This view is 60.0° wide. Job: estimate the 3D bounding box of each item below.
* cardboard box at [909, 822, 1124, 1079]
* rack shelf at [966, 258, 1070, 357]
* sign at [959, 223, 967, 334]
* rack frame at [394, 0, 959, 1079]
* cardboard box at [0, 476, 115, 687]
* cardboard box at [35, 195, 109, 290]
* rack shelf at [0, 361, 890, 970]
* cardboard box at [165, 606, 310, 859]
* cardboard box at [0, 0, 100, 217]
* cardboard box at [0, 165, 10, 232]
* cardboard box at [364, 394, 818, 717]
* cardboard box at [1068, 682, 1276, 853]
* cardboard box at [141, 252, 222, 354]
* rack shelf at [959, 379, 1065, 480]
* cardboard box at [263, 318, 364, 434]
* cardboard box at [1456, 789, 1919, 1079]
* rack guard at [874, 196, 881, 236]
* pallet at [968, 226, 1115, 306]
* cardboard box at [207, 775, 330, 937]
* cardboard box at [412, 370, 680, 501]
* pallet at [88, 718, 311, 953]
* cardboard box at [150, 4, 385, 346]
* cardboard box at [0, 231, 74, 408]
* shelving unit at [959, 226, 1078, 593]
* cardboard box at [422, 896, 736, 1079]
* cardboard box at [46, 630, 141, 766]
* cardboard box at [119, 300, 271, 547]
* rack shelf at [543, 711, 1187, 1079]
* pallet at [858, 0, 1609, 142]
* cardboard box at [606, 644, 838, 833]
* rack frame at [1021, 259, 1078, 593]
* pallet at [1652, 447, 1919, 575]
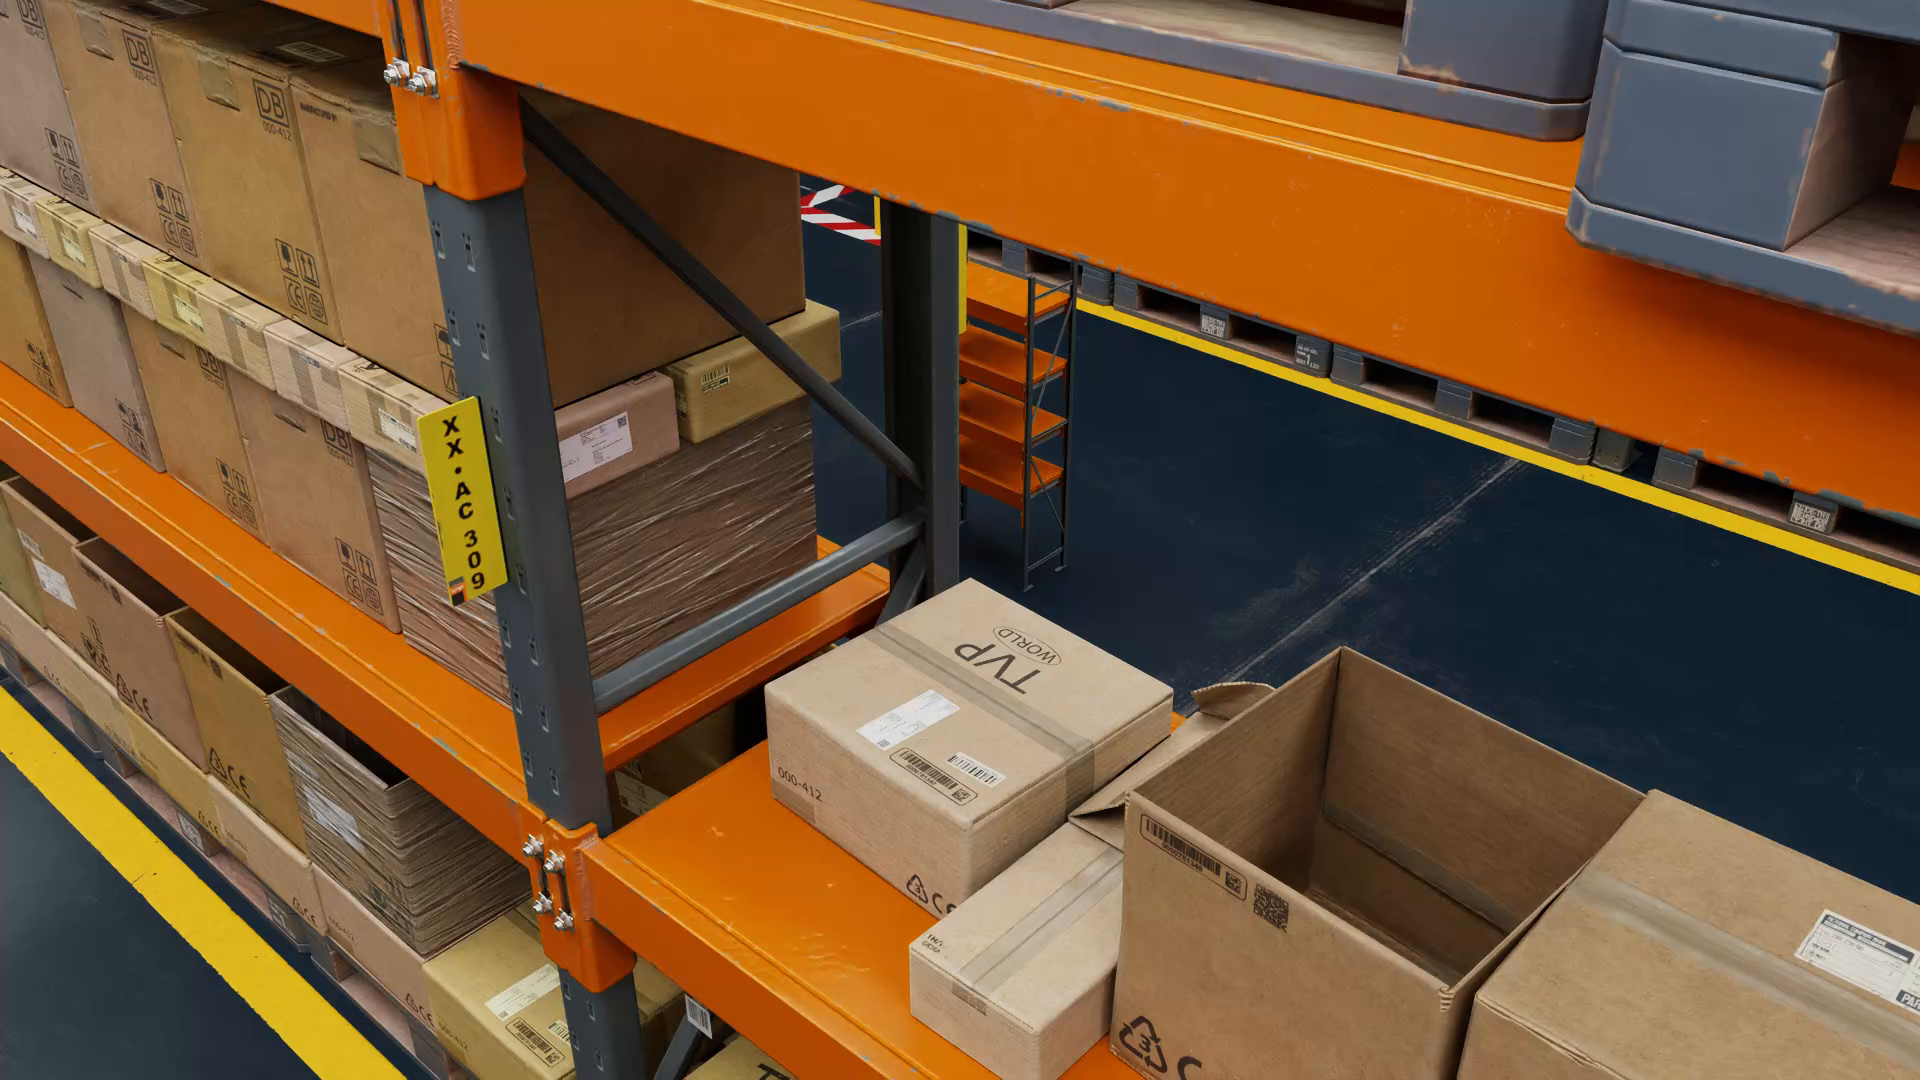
[{"bbox_3d":[0.140,0.630,2.539,0.250,0.149,0.380,25,39,35],"label":"cardboard box"},{"bbox_3d":[0.123,-0.793,5.643,0.480,0.148,0.258,25,39,35],"label":"rack shelf"},{"bbox_3d":[-0.023,-0.536,3.186,0.005,0.325,0.100,25,39,35],"label":"sign"},{"bbox_3d":[-0.380,0.137,3.114,0.127,3.000,1.000,25,39,35],"label":"rack frame"},{"bbox_3d":[-2.346,0.041,4.806,0.500,0.500,0.500,25,39,35],"label":"cardboard box"},{"bbox_3d":[-1.864,-0.727,3.823,0.250,0.149,0.380,27,40,37],"label":"cardboard box"},{"bbox_3d":[-1.863,-0.247,4.449,4.000,0.370,1.077,25,39,35],"label":"rack shelf"},{"bbox_3d":[-1.606,0.388,4.229,0.500,0.500,0.500,25,39,35],"label":"cardboard box"},{"bbox_3d":[-1.829,-1.134,3.870,0.500,0.500,0.700,25,39,35],"label":"cardboard box"},{"bbox_3d":[-2.243,-0.905,4.119,0.250,0.149,0.380,24,39,35],"label":"cardboard box"},{"bbox_3d":[-0.713,-0.057,3.339,0.500,0.500,0.700,24,38,34],"label":"cardboard box"},{"bbox_3d":[0.395,0.429,2.760,0.258,0.266,0.396,24,38,34],"label":"cardboard box"},{"bbox_3d":[-1.478,-0.549,3.527,0.250,0.149,0.380,25,39,35],"label":"cardboard box"},{"bbox_3d":[0.123,-0.399,5.880,0.480,0.148,0.258,25,39,35],"label":"rack shelf"},{"bbox_3d":[-1.103,-0.372,3.233,0.250,0.149,0.380,24,38,34],"label":"cardboard box"},{"bbox_3d":[0.941,0.722,2.045,0.500,0.500,0.500,25,39,35],"label":"cardboard box"},{"bbox_3d":[0.032,-2.046,9.163,0.348,0.500,1.175,25,39,35],"label":"rack guard"},{"bbox_3d":[0.611,-1.627,8.748,1.213,0.211,1.003,25,39,35],"label":"pallet"},{"bbox_3d":[-1.615,0.714,4.414,0.500,0.250,0.500,25,39,35],"label":"cardboard box"},{"bbox_3d":[-0.725,-0.196,2.941,0.250,0.149,0.380,25,39,35],"label":"cardboard box"},{"bbox_3d":[-1.850,0.618,5.018,1.213,0.211,1.003,25,39,35],"label":"pallet"},{"bbox_3d":[-1.088,-0.787,3.294,0.500,0.500,0.700,25,39,35],"label":"cardboard box"},{"bbox_3d":[-2.251,-0.770,4.523,0.500,0.500,0.700,25,39,35],"label":"cardboard box"},{"bbox_3d":[0.123,-0.457,5.845,0.503,1.200,0.258,25,39,35],"label":"shelving unit"},{"bbox_3d":[-0.870,1.058,3.842,0.500,0.250,0.500,25,39,35],"label":"cardboard box"},{"bbox_3d":[-2.353,0.366,4.992,0.500,0.250,0.500,25,39,35],"label":"cardboard box"},{"bbox_3d":[-1.478,-0.412,3.929,0.500,0.500,0.700,26,39,36],"label":"cardboard box"},{"bbox_3d":[1.103,1.138,2.150,4.000,0.370,1.077,25,39,35],"label":"rack shelf"},{"bbox_3d":[0.283,-0.766,1.891,1.217,0.209,0.805,23,38,33],"label":"pallet"},{"bbox_3d":[-0.513,0.534,3.987,0.500,0.500,0.500,25,39,35],"label":"cardboard box"},{"bbox_3d":[0.304,-0.372,5.705,0.015,1.200,0.240,25,39,35],"label":"rack frame"},{"bbox_3d":[3.520,-0.295,6.535,1.213,0.211,1.003,25,39,35],"label":"pallet"}]
